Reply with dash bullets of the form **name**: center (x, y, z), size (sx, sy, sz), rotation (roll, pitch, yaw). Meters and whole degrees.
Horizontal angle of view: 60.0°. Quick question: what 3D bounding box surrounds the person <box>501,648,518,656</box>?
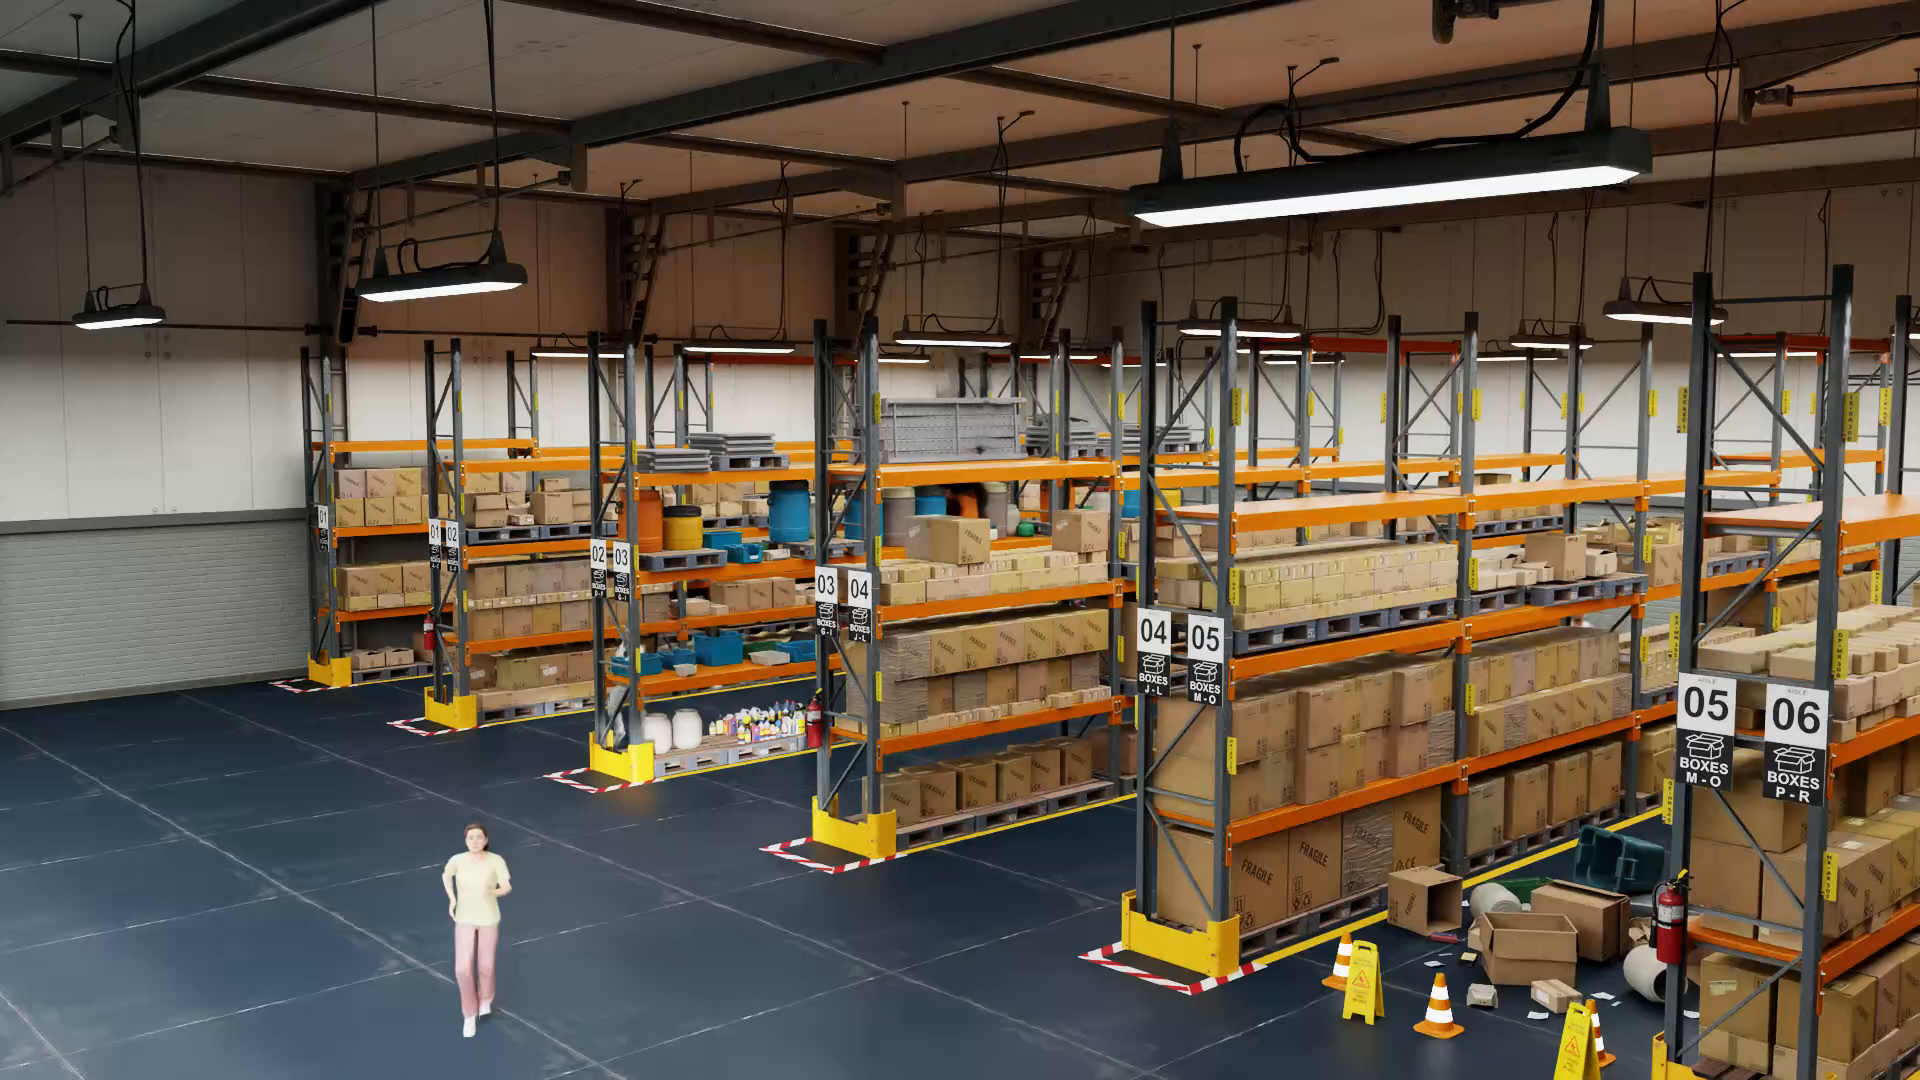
- **person**: center (-7.740, 1.801, 28.677), size (0.606, 1.666, 0.924), rotation (3, 6, 32)

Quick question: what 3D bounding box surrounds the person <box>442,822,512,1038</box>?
- **person**: center (-3.933, 3.145, 13.541), size (0.550, 1.715, 0.670), rotation (-1, 5, -13)

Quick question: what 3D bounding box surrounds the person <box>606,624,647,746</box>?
- **person**: center (-4.883, 2.141, 24.472), size (0.631, 1.850, 0.768), rotation (4, 6, 39)

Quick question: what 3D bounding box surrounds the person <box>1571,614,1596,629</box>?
- **person**: center (10.065, 1.918, 27.064), size (0.703, 1.749, 0.668), rotation (-5, 7, -44)
